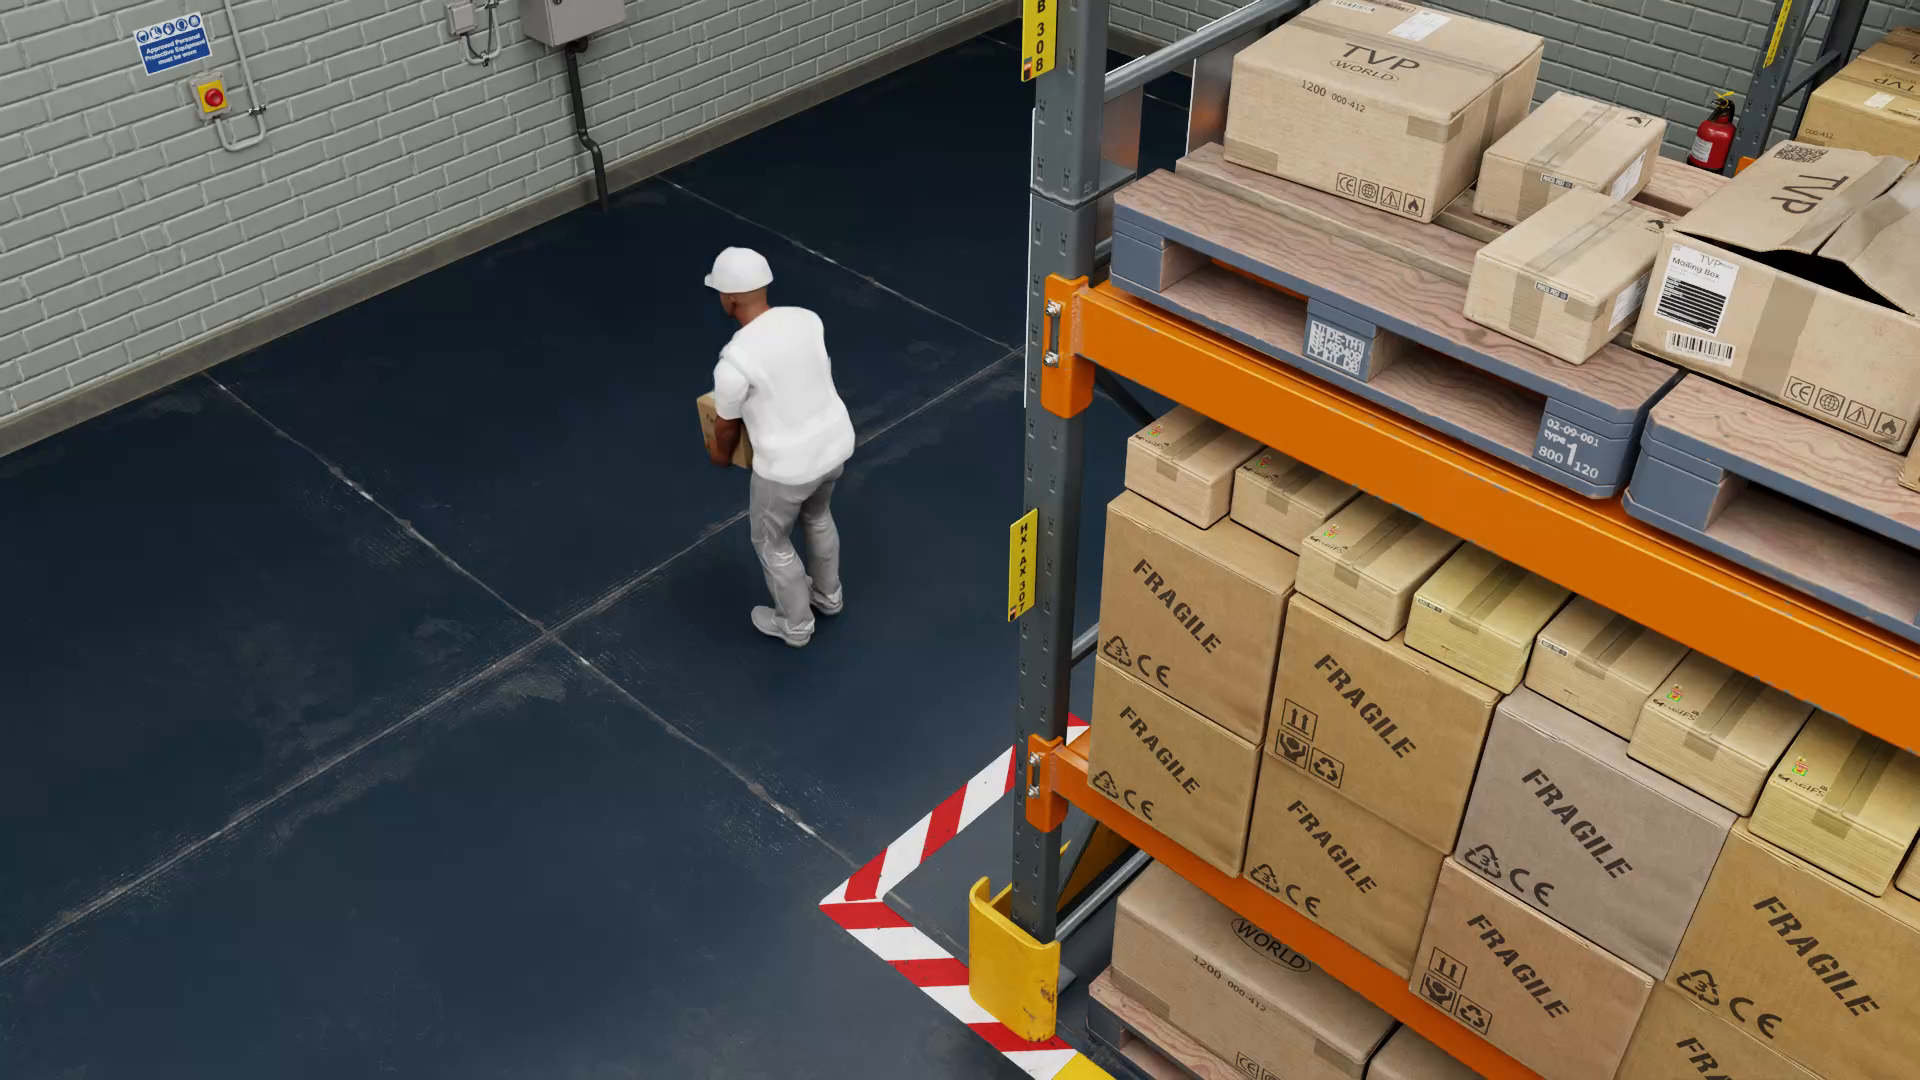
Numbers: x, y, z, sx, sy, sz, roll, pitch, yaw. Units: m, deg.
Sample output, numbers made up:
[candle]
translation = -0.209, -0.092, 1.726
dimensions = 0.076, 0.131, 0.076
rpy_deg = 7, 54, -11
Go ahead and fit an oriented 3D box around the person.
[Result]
[person]
translation = -0.733, -0.365, 6.620
dimensions = 0.609, 1.719, 0.498
rpy_deg = 29, 47, 31
